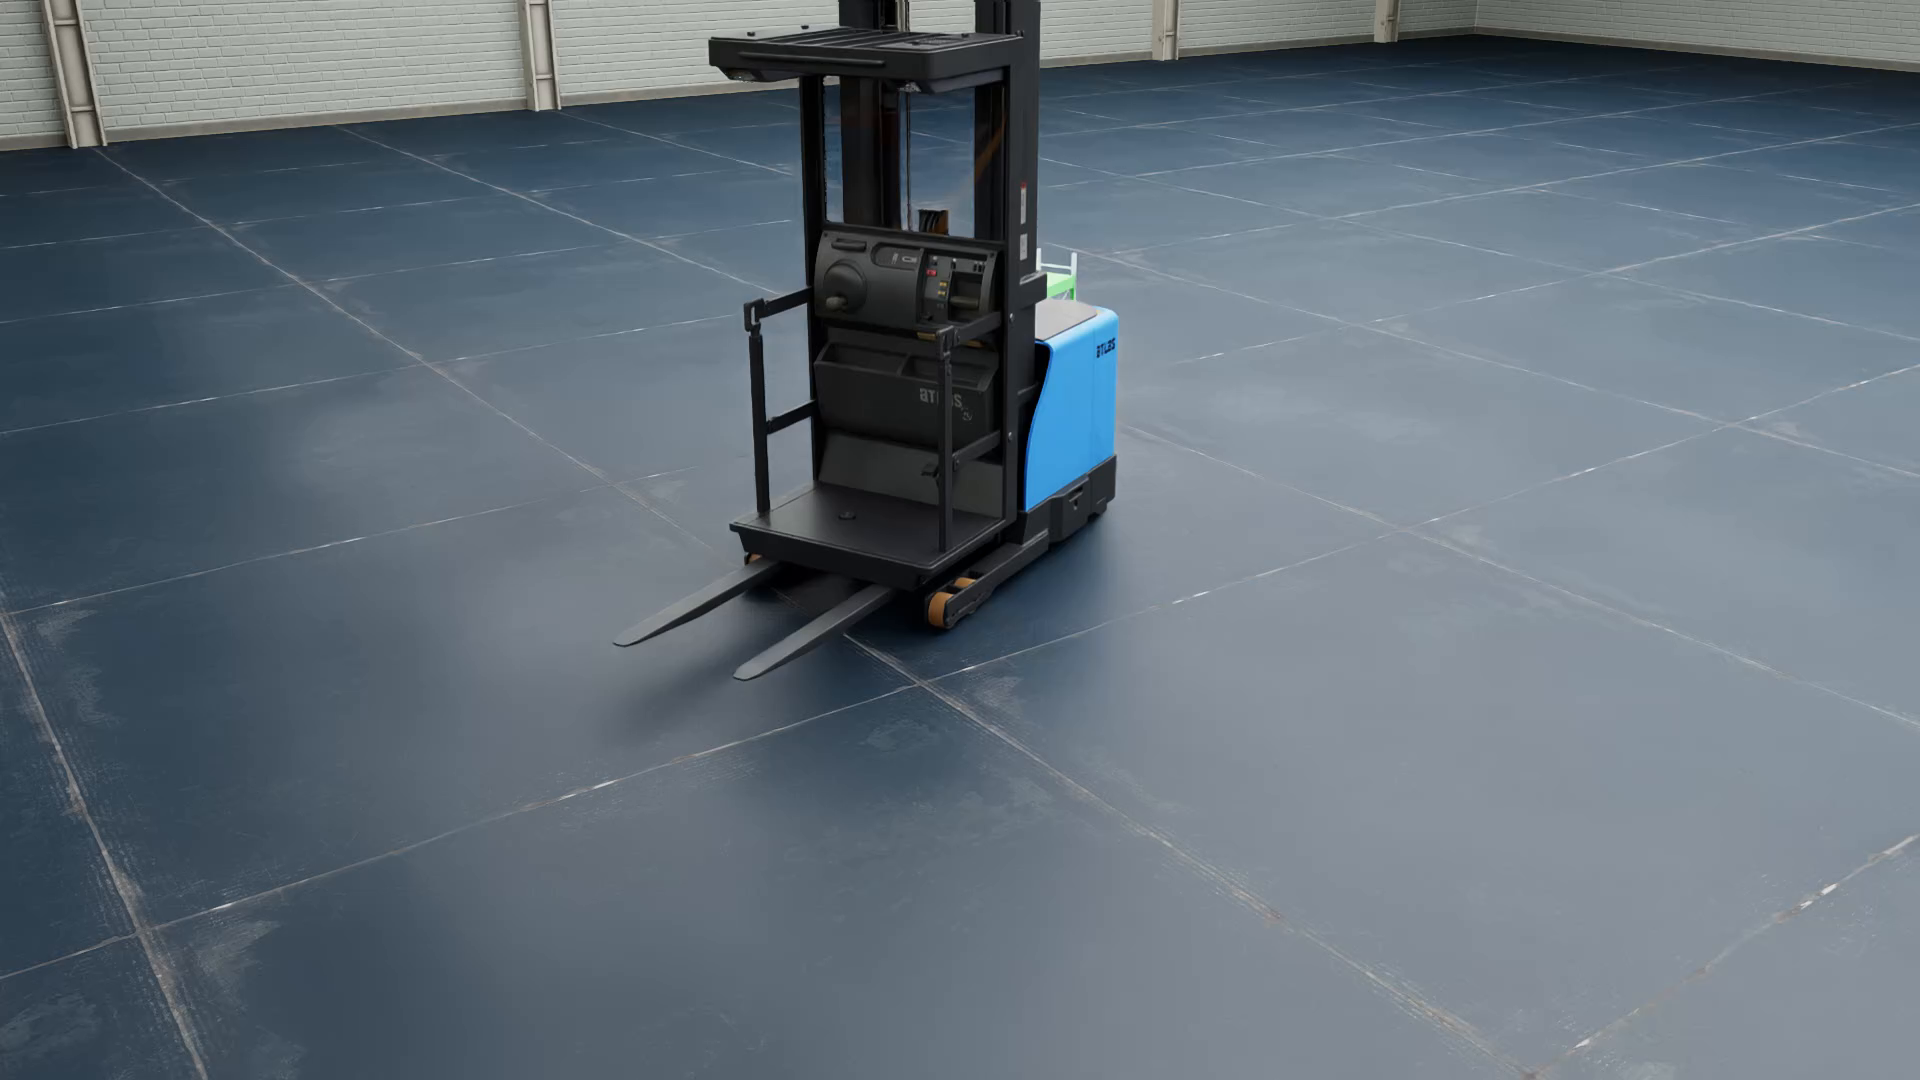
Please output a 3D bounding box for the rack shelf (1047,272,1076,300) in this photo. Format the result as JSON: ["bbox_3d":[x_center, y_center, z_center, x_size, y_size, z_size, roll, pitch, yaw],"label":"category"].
[{"bbox_3d":[0.406,-1.339,9.009,0.258,0.148,0.480,12,25,28],"label":"rack shelf"}]

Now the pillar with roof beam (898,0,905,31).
[{"bbox_3d":[1.394,-10.395,22.304,0.400,9.000,9.100,-15,26,-33],"label":"pillar with roof beam"}]

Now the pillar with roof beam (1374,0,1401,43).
[{"bbox_3d":[11.135,-12.992,28.813,0.400,9.000,9.100,-15,26,-33],"label":"pillar with roof beam"}]

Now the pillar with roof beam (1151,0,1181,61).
[{"bbox_3d":[6.264,-11.693,25.559,0.400,9.000,9.100,-15,26,-33],"label":"pillar with roof beam"}]

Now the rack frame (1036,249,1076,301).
[{"bbox_3d":[0.529,-1.030,9.359,0.240,1.200,0.015,12,25,28],"label":"rack frame"}]

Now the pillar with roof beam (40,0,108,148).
[{"bbox_3d":[-8.347,-7.797,15.795,0.400,9.000,9.100,-15,26,-33],"label":"pillar with roof beam"}]

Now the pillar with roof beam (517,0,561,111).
[{"bbox_3d":[-3.477,-9.096,19.050,0.400,9.000,9.100,-15,26,-33],"label":"pillar with roof beam"}]

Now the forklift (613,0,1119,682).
[{"bbox_3d":[-0.358,-1.157,7.342,1.130,2.935,3.031,12,25,28],"label":"forklift"}]

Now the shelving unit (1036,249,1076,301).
[{"bbox_3d":[0.406,-0.952,9.163,0.258,1.200,0.503,12,25,28],"label":"shelving unit"}]
